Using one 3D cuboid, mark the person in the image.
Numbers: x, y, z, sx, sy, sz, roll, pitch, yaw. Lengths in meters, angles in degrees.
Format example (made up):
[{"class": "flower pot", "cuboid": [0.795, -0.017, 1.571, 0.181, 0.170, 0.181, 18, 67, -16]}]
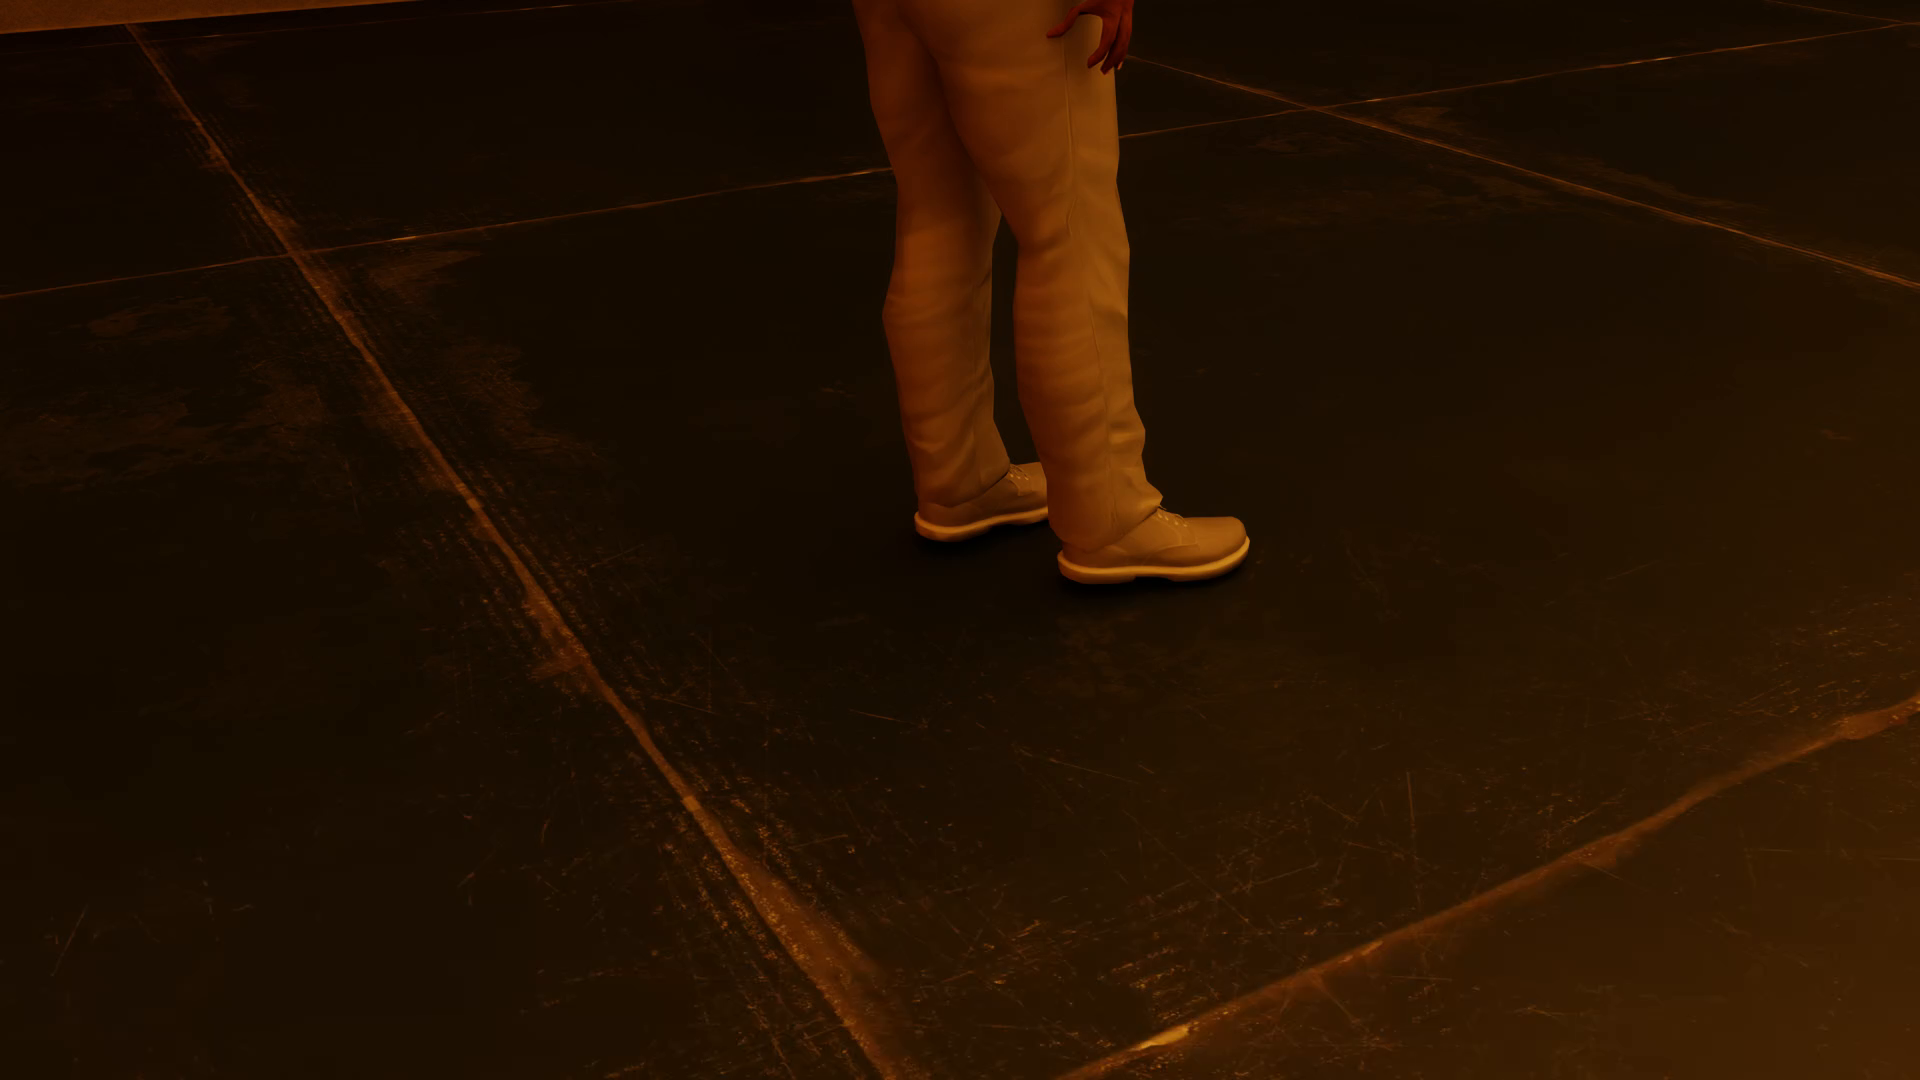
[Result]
[{"class": "person", "cuboid": [0.075, -0.770, 2.132, 0.530, 1.692, 0.569, -15, 30, -26]}]
